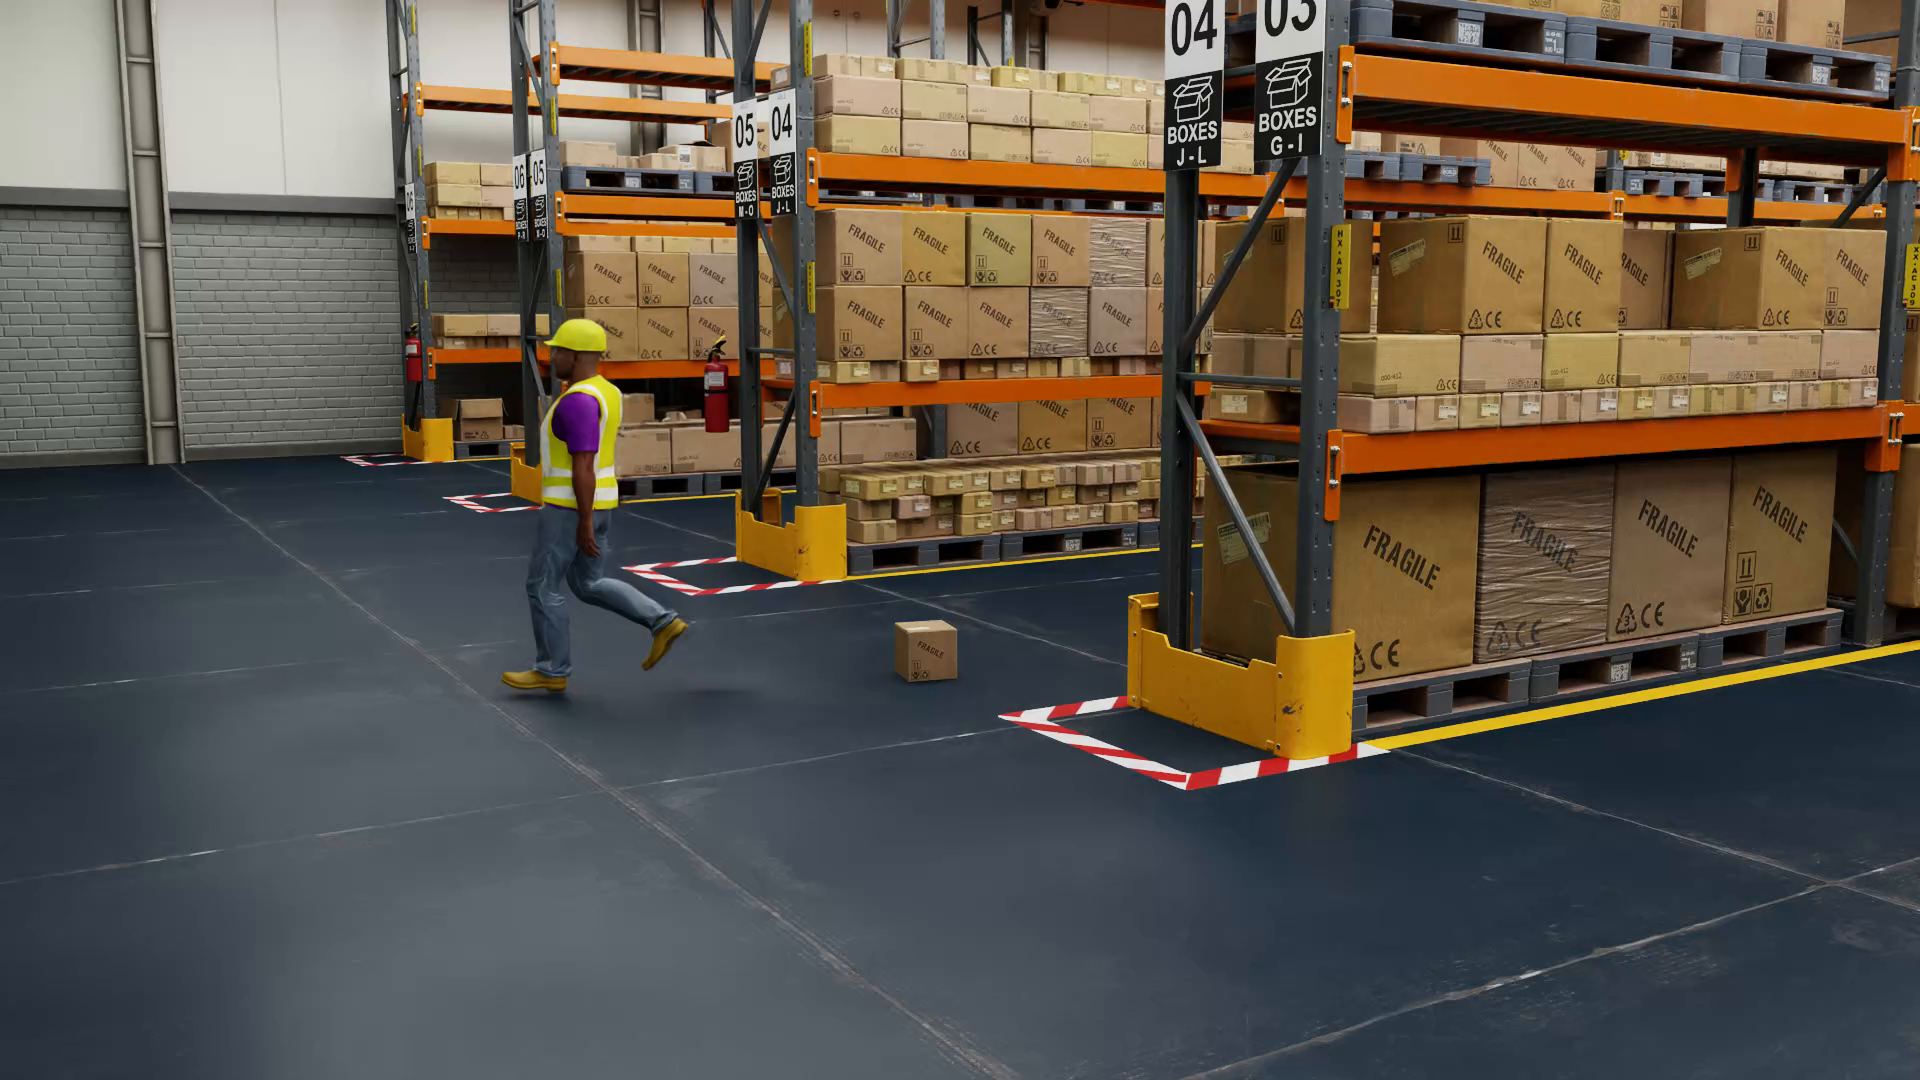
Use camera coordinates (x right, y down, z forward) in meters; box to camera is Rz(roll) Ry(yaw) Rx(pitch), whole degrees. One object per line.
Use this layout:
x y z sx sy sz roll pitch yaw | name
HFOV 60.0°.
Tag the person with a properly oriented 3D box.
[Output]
-1.734 -0.160 7.806 0.849 1.739 0.581 1 8 6 | person
